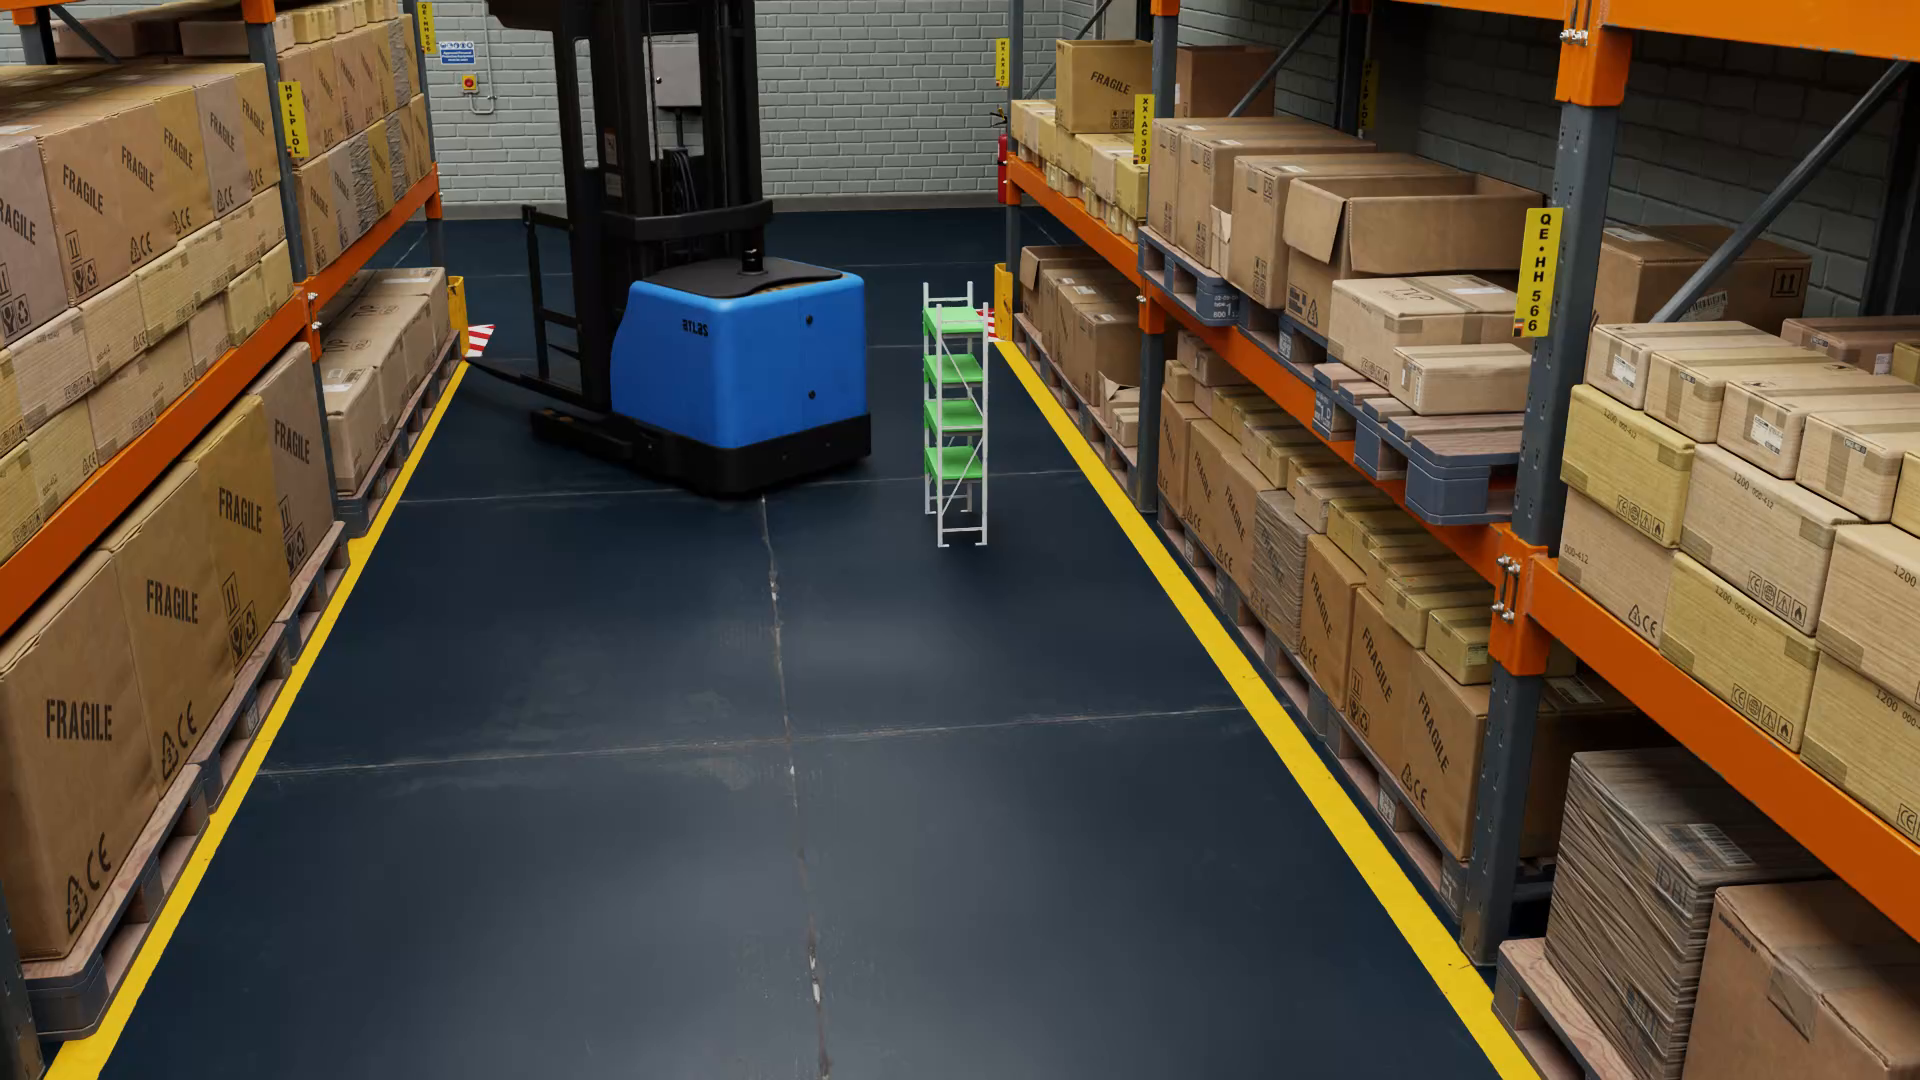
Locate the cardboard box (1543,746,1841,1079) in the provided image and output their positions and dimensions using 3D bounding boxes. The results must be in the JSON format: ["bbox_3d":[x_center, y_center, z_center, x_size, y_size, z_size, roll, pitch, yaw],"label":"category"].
[{"bbox_3d":[2.068,0.936,4.216,0.875,0.625,0.625,-2,21,-6],"label":"cardboard box"}]

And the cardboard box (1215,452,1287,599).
[{"bbox_3d":[1.417,-0.071,7.092,0.500,0.500,0.500,-4,21,-9],"label":"cardboard box"}]

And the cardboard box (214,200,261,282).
[{"bbox_3d":[-3.112,-1.180,6.589,0.500,0.250,0.500,-2,21,-6],"label":"cardboard box"}]

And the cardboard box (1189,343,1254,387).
[{"bbox_3d":[1.289,-0.825,7.758,0.380,0.149,0.250,-4,21,-10],"label":"cardboard box"}]

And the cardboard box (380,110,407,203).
[{"bbox_3d":[-3.600,-2.255,9.825,0.500,0.500,0.500,-2,21,-6],"label":"cardboard box"}]

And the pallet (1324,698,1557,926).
[{"bbox_3d":[1.922,0.850,5.639,1.003,0.211,1.213,-3,21,-8],"label":"pallet"}]

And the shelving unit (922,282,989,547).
[{"bbox_3d":[-0.024,-0.619,8.160,0.258,1.200,0.503,-3,21,-8],"label":"shelving unit"}]

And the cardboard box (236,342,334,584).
[{"bbox_3d":[-3.327,-0.320,7.223,0.875,0.875,0.875,-2,21,-6],"label":"cardboard box"}]

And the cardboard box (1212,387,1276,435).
[{"bbox_3d":[1.369,-0.593,7.562,0.380,0.149,0.250,-4,21,-11],"label":"cardboard box"}]

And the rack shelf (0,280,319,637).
[{"bbox_3d":[-3.207,-0.300,5.760,1.077,0.370,4.000,-3,21,-8],"label":"rack shelf"}]

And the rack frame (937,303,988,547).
[{"bbox_3d":[0.011,-0.535,7.933,0.240,1.200,0.015,-3,21,-8],"label":"rack frame"}]

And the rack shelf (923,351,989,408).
[{"bbox_3d":[-0.024,-0.784,8.098,0.258,0.148,0.480,-3,21,-8],"label":"rack shelf"}]

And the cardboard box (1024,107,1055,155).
[{"bbox_3d":[0.711,-2.690,10.920,0.500,0.250,0.500,-3,21,-7],"label":"cardboard box"}]

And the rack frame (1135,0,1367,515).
[{"bbox_3d":[1.415,-1.581,8.162,1.000,3.000,0.127,-3,21,-8],"label":"rack frame"}]

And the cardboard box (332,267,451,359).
[{"bbox_3d":[-3.878,-1.487,10.973,0.875,0.438,0.875,-4,21,-10],"label":"cardboard box"}]

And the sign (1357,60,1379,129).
[{"bbox_3d":[1.964,-2.153,8.038,0.100,0.325,0.005,-3,21,-8],"label":"sign"}]

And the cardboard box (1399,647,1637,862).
[{"bbox_3d":[1.718,0.643,5.181,0.500,0.500,0.500,-2,21,-6],"label":"cardboard box"}]

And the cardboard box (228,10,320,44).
[{"bbox_3d":[-3.391,-2.534,8.216,0.380,0.149,0.250,-3,21,-8],"label":"cardboard box"}]

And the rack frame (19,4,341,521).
[{"bbox_3d":[-3.496,-1.329,7.489,1.000,3.000,0.127,-3,21,-8],"label":"rack frame"}]

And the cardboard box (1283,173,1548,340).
[{"bbox_3d":[1.574,-0.997,5.851,0.797,0.503,0.637,-3,21,-9],"label":"cardboard box"}]

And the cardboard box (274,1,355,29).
[{"bbox_3d":[-3.565,-2.888,9.164,0.380,0.149,0.250,-2,21,-6],"label":"cardboard box"}]

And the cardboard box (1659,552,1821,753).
[{"bbox_3d":[1.882,0.214,3.569,0.500,0.250,0.500,-3,21,-9],"label":"cardboard box"}]

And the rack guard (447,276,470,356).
[{"bbox_3d":[-4.076,-1.552,11.656,1.175,0.500,0.348,-3,21,-8],"label":"rack guard"}]

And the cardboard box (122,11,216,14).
[{"bbox_3d":[-3.866,-2.509,8.149,0.380,0.149,0.250,-3,21,-8],"label":"cardboard box"}]

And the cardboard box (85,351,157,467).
[{"bbox_3d":[-2.902,-0.415,5.255,0.500,0.250,0.500,-2,21,-6],"label":"cardboard box"}]

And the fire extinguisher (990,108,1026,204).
[{"bbox_3d":[0.360,-2.783,12.023,0.296,0.674,0.183,-3,21,-8],"label":"fire extinguisher"}]

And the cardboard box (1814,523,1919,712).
[{"bbox_3d":[1.943,0.161,2.997,0.500,0.250,0.500,-3,21,-9],"label":"cardboard box"}]

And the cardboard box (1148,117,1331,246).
[{"bbox_3d":[1.264,-1.646,7.593,0.700,0.500,0.500,-2,21,-6],"label":"cardboard box"}]

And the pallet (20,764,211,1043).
[{"bbox_3d":[-2.958,1.085,5.009,1.003,0.211,1.213,-3,21,-8],"label":"pallet"}]

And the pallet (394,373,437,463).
[{"bbox_3d":[-3.707,-0.714,9.825,1.003,0.211,1.213,-3,21,-8],"label":"pallet"}]

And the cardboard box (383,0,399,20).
[{"bbox_3d":[-3.642,-3.248,10.125,0.380,0.149,0.250,-3,21,-8],"label":"cardboard box"}]

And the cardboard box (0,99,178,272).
[{"bbox_3d":[-2.958,-1.169,5.487,0.500,0.500,0.500,-3,21,-7],"label":"cardboard box"}]

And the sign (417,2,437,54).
[{"bbox_3d":[-3.533,-3.390,11.013,0.100,0.325,0.005,-3,21,-8],"label":"sign"}]

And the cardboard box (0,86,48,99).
[{"bbox_3d":[-3.546,-1.329,5.916,0.500,0.500,0.500,-3,21,-9],"label":"cardboard box"}]

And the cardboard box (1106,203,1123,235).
[{"bbox_3d":[0.999,-1.739,8.944,0.380,0.149,0.250,-2,21,-6],"label":"cardboard box"}]

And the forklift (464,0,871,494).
[{"bbox_3d":[-1.892,-2.040,9.489,1.130,2.935,3.031,-19,28,-41],"label":"forklift"}]

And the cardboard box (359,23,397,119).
[{"bbox_3d":[-3.595,-2.724,9.650,0.500,0.500,0.500,-3,21,-8],"label":"cardboard box"}]

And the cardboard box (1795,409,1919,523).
[{"bbox_3d":[1.899,-0.152,3.265,0.380,0.149,0.250,-3,21,-7],"label":"cardboard box"}]

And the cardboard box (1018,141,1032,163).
[{"bbox_3d":[0.615,-2.721,11.573,0.380,0.149,0.250,-3,21,-8],"label":"cardboard box"}]

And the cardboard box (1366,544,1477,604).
[{"bbox_3d":[1.606,0.130,5.627,0.380,0.149,0.250,-4,21,-10],"label":"cardboard box"}]

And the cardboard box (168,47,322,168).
[{"bbox_3d":[-3.325,-2.022,7.770,0.500,0.500,0.500,-3,21,-7],"label":"cardboard box"}]

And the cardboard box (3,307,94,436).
[{"bbox_3d":[-2.821,-0.475,4.702,0.500,0.250,0.500,-2,21,-6],"label":"cardboard box"}]

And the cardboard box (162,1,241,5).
[{"bbox_3d":[-4.113,-2.858,9.081,0.380,0.149,0.250,-3,21,-9],"label":"cardboard box"}]

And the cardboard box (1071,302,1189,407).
[{"bbox_3d":[1.068,-1.118,9.894,0.700,0.500,0.500,-4,21,-10],"label":"cardboard box"}]

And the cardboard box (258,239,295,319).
[{"bbox_3d":[-3.182,-1.117,7.133,0.500,0.250,0.500,-3,21,-9],"label":"cardboard box"}]

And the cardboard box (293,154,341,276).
[{"bbox_3d":[-3.304,-1.552,7.941,0.500,0.500,0.500,-2,21,-6],"label":"cardboard box"}]

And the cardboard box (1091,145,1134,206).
[{"bbox_3d":[1.014,-1.987,9.038,0.500,0.250,0.500,-3,21,-8],"label":"cardboard box"}]

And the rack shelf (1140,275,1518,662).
[{"bbox_3d":[1.704,-0.552,6.434,1.077,0.370,4.000,-3,21,-8],"label":"rack shelf"}]

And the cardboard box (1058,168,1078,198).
[{"bbox_3d":[0.809,-2.182,10.130,0.380,0.149,0.250,-2,21,-7],"label":"cardboard box"}]

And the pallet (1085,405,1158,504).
[{"bbox_3d":[1.317,-0.513,9.287,1.003,0.211,1.213,-3,21,-8],"label":"pallet"}]

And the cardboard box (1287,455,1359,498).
[{"bbox_3d":[1.522,-0.232,6.596,0.380,0.149,0.250,-3,21,-8],"label":"cardboard box"}]
